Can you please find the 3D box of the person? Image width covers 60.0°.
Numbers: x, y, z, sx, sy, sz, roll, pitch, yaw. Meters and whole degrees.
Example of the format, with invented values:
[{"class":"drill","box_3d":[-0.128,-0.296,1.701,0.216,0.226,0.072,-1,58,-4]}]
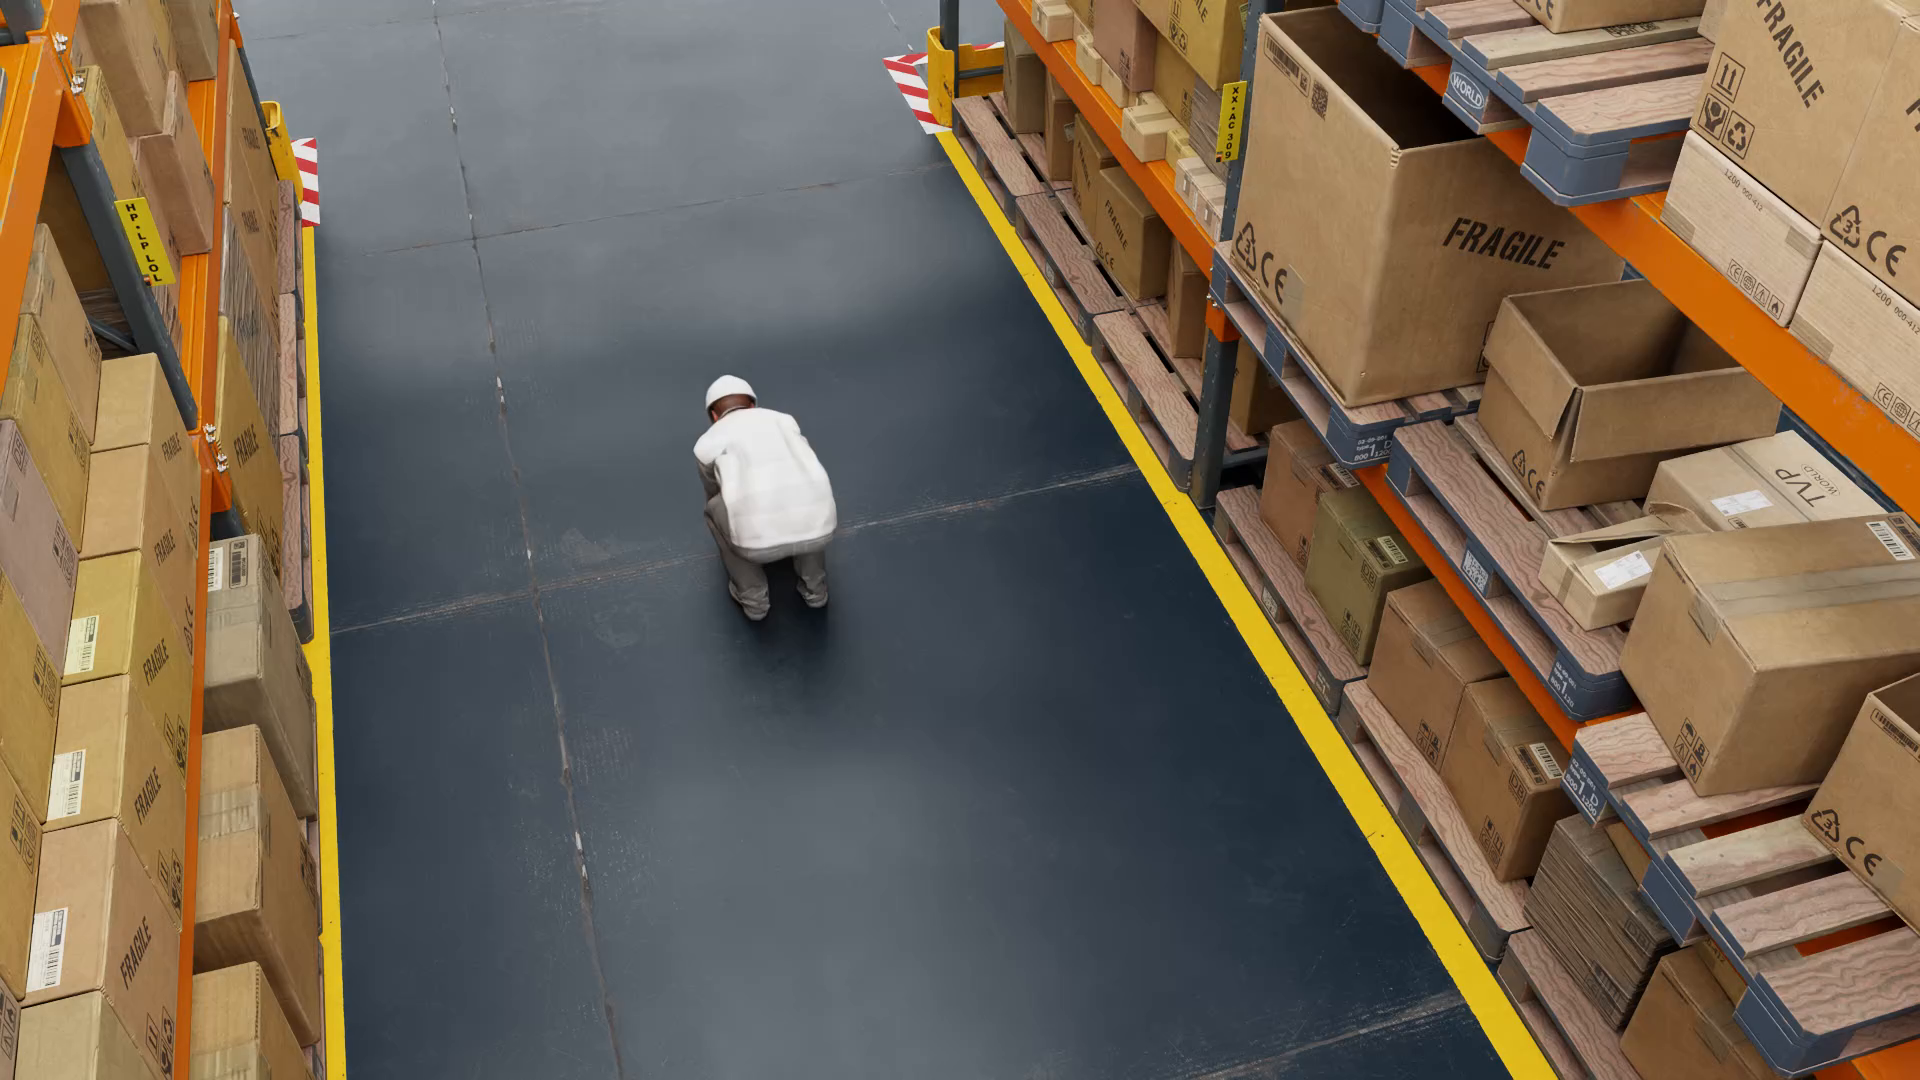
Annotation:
[{"class":"person","box_3d":[-0.839,-0.171,7.082,0.506,0.804,0.997,-13,44,-14]}]
